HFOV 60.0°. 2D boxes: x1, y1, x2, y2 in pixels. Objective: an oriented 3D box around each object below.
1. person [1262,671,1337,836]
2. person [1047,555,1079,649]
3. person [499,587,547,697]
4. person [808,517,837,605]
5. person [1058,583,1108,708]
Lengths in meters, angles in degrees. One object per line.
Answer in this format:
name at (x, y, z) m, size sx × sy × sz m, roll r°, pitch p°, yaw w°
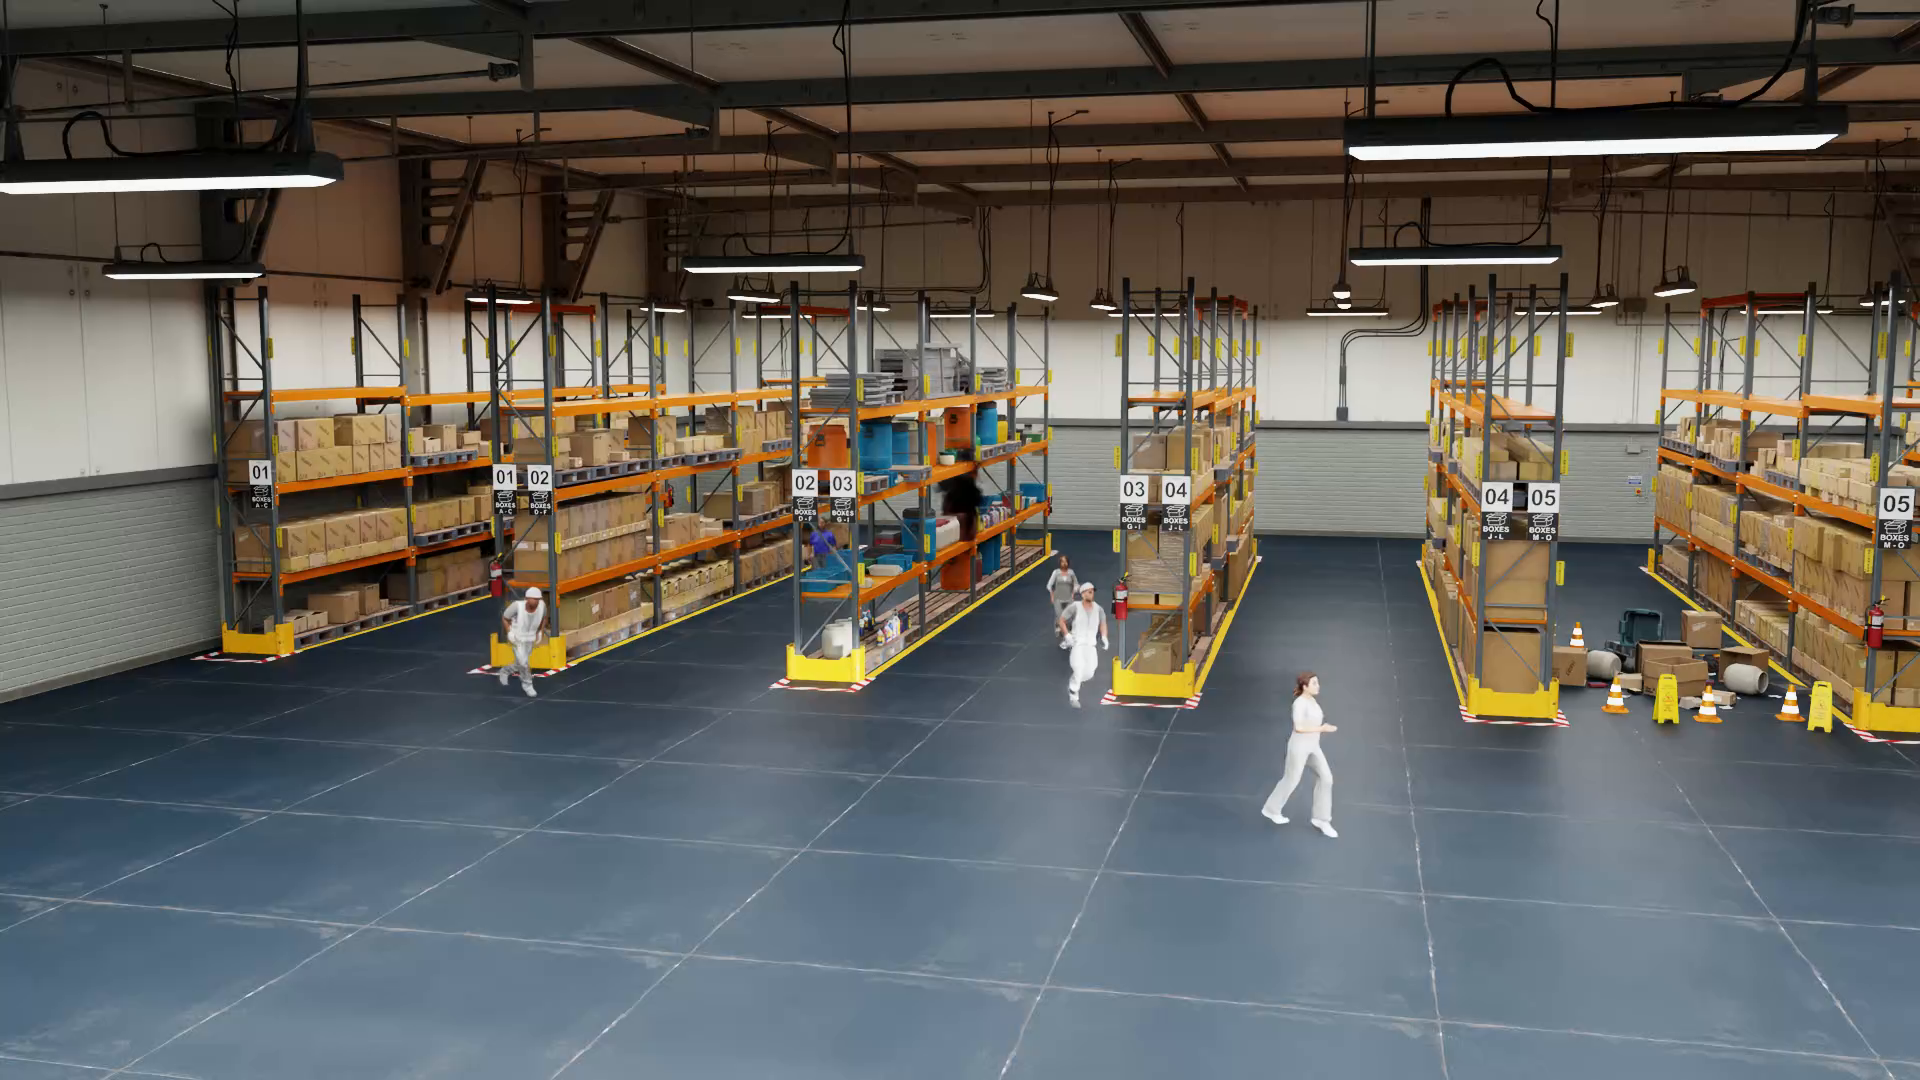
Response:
person at (3.543, 2.199, 17.239) m, size 0.825 × 1.713 × 0.511 m, roll 5°, pitch 9°, yaw 40°
person at (1.739, 1.032, 27.966) m, size 0.538 × 1.557 × 0.549 m, roll 0°, pitch 7°, yaw -4°
person at (-6.382, 1.455, 24.187) m, size 0.682 × 1.631 × 1.089 m, roll -6°, pitch 9°, yaw -43°
person at (-2.554, 0.397, 30.658) m, size 0.575 × 1.622 × 0.505 m, roll 1°, pitch 7°, yaw 5°
person at (1.740, 1.465, 23.396) m, size 0.724 × 1.736 × 0.554 m, roll -2°, pitch 7°, yaw -17°
